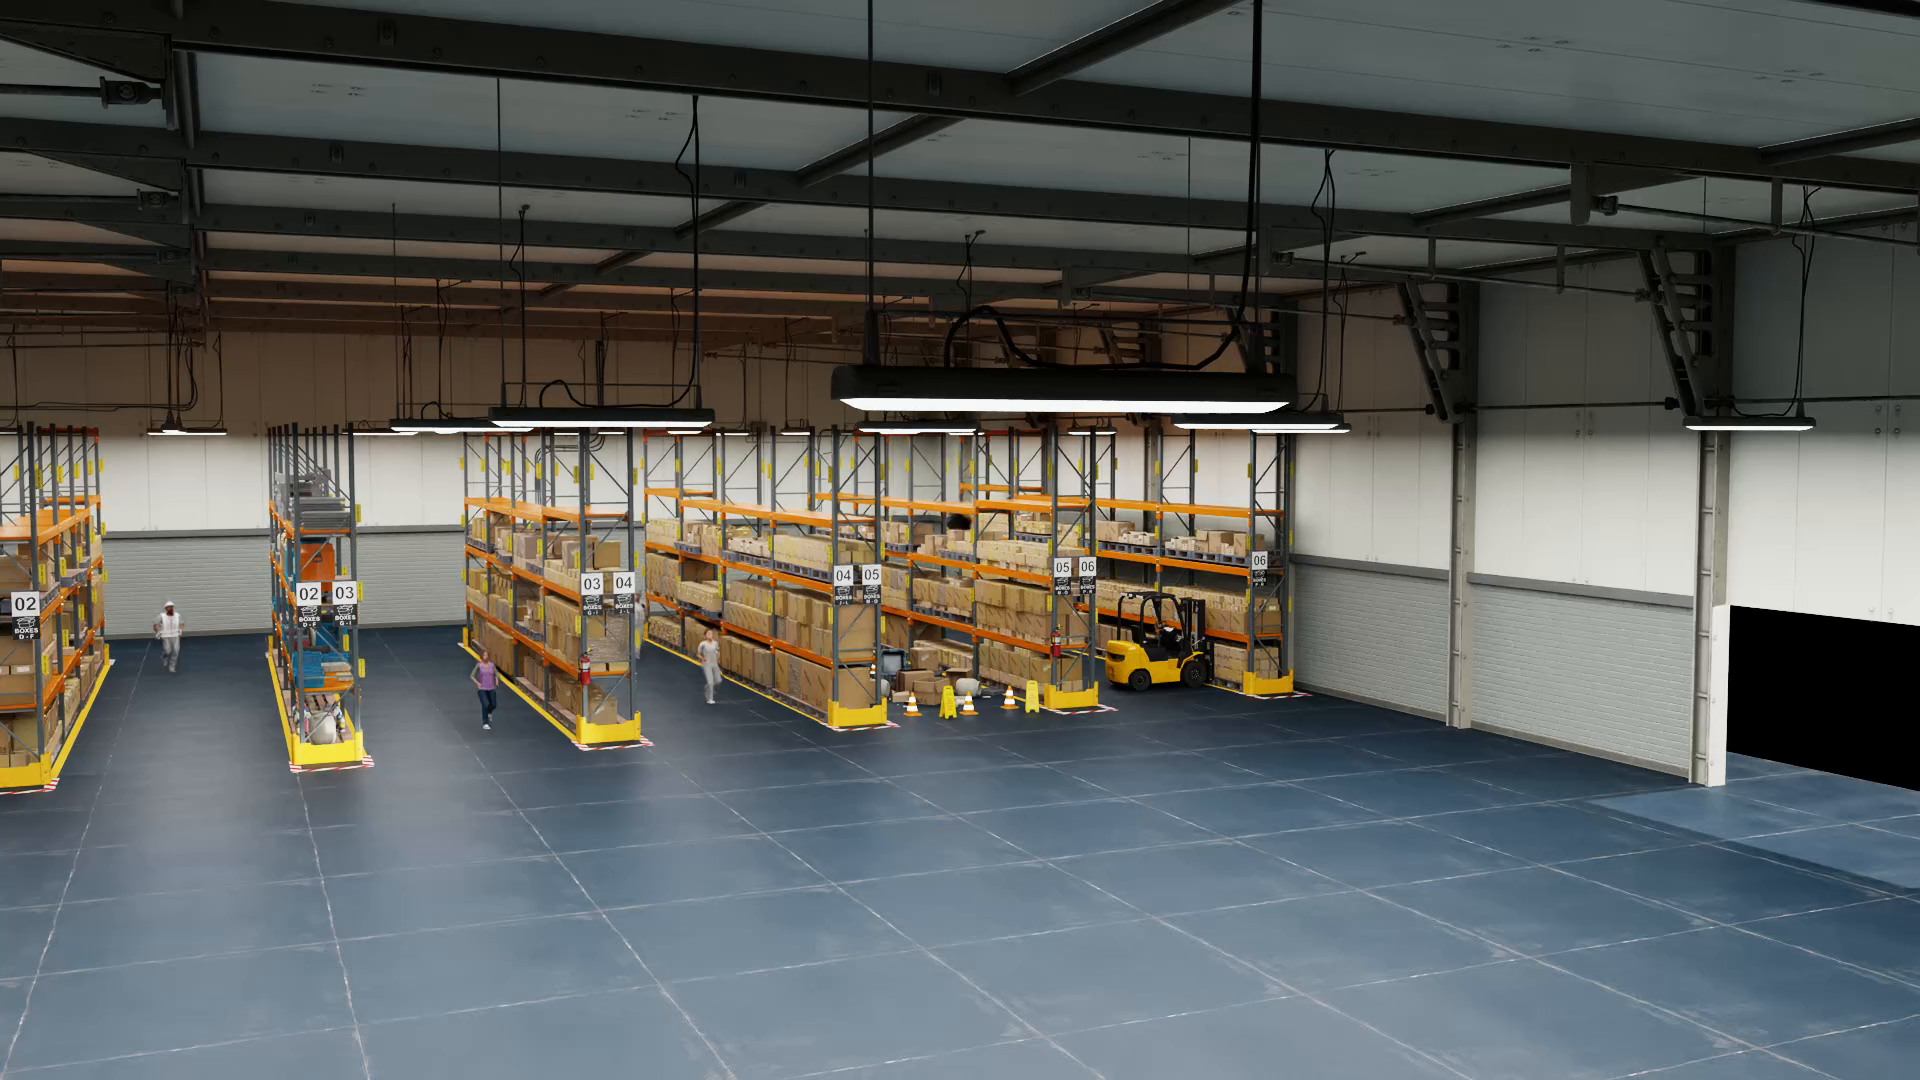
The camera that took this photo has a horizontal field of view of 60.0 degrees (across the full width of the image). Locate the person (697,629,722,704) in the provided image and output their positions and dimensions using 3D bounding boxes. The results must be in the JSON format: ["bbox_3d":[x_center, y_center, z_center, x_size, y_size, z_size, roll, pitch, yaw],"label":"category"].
[{"bbox_3d":[-5.398,2.717,35.868,0.561,1.620,0.584,-2,4,-34],"label":"person"}]

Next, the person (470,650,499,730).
[{"bbox_3d":[-9.373,2.947,32.816,0.575,1.554,0.560,-2,4,-31],"label":"person"}]

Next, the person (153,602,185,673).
[{"bbox_3d":[-19.314,2.374,40.670,0.693,1.732,0.598,-3,4,-39],"label":"person"}]

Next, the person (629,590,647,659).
[{"bbox_3d":[-8.520,2.187,43.693,0.686,1.777,0.941,-2,4,-27],"label":"person"}]
